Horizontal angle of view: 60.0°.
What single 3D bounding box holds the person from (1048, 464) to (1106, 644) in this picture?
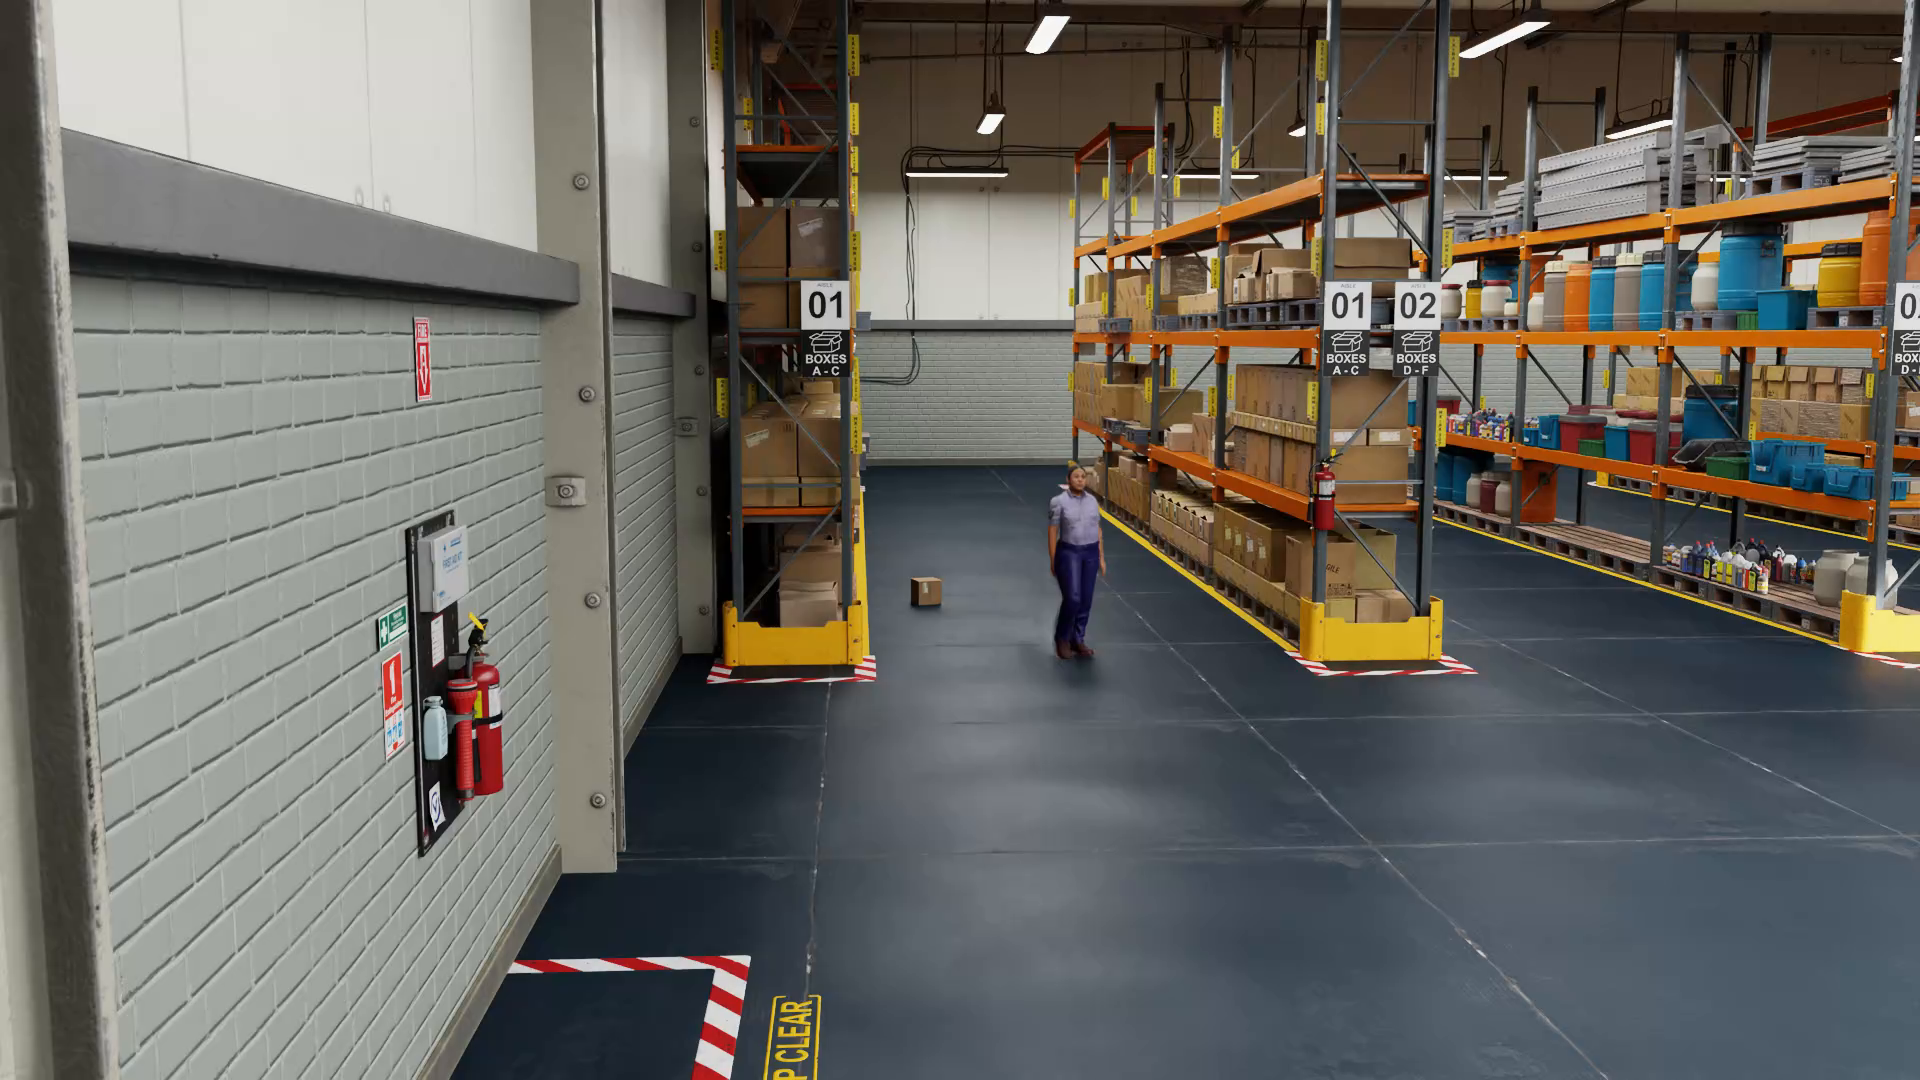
[{"bbox_3d":[1.025,0.140,14.169,0.475,1.566,0.424,-4,8,-27],"label":"person"}]
